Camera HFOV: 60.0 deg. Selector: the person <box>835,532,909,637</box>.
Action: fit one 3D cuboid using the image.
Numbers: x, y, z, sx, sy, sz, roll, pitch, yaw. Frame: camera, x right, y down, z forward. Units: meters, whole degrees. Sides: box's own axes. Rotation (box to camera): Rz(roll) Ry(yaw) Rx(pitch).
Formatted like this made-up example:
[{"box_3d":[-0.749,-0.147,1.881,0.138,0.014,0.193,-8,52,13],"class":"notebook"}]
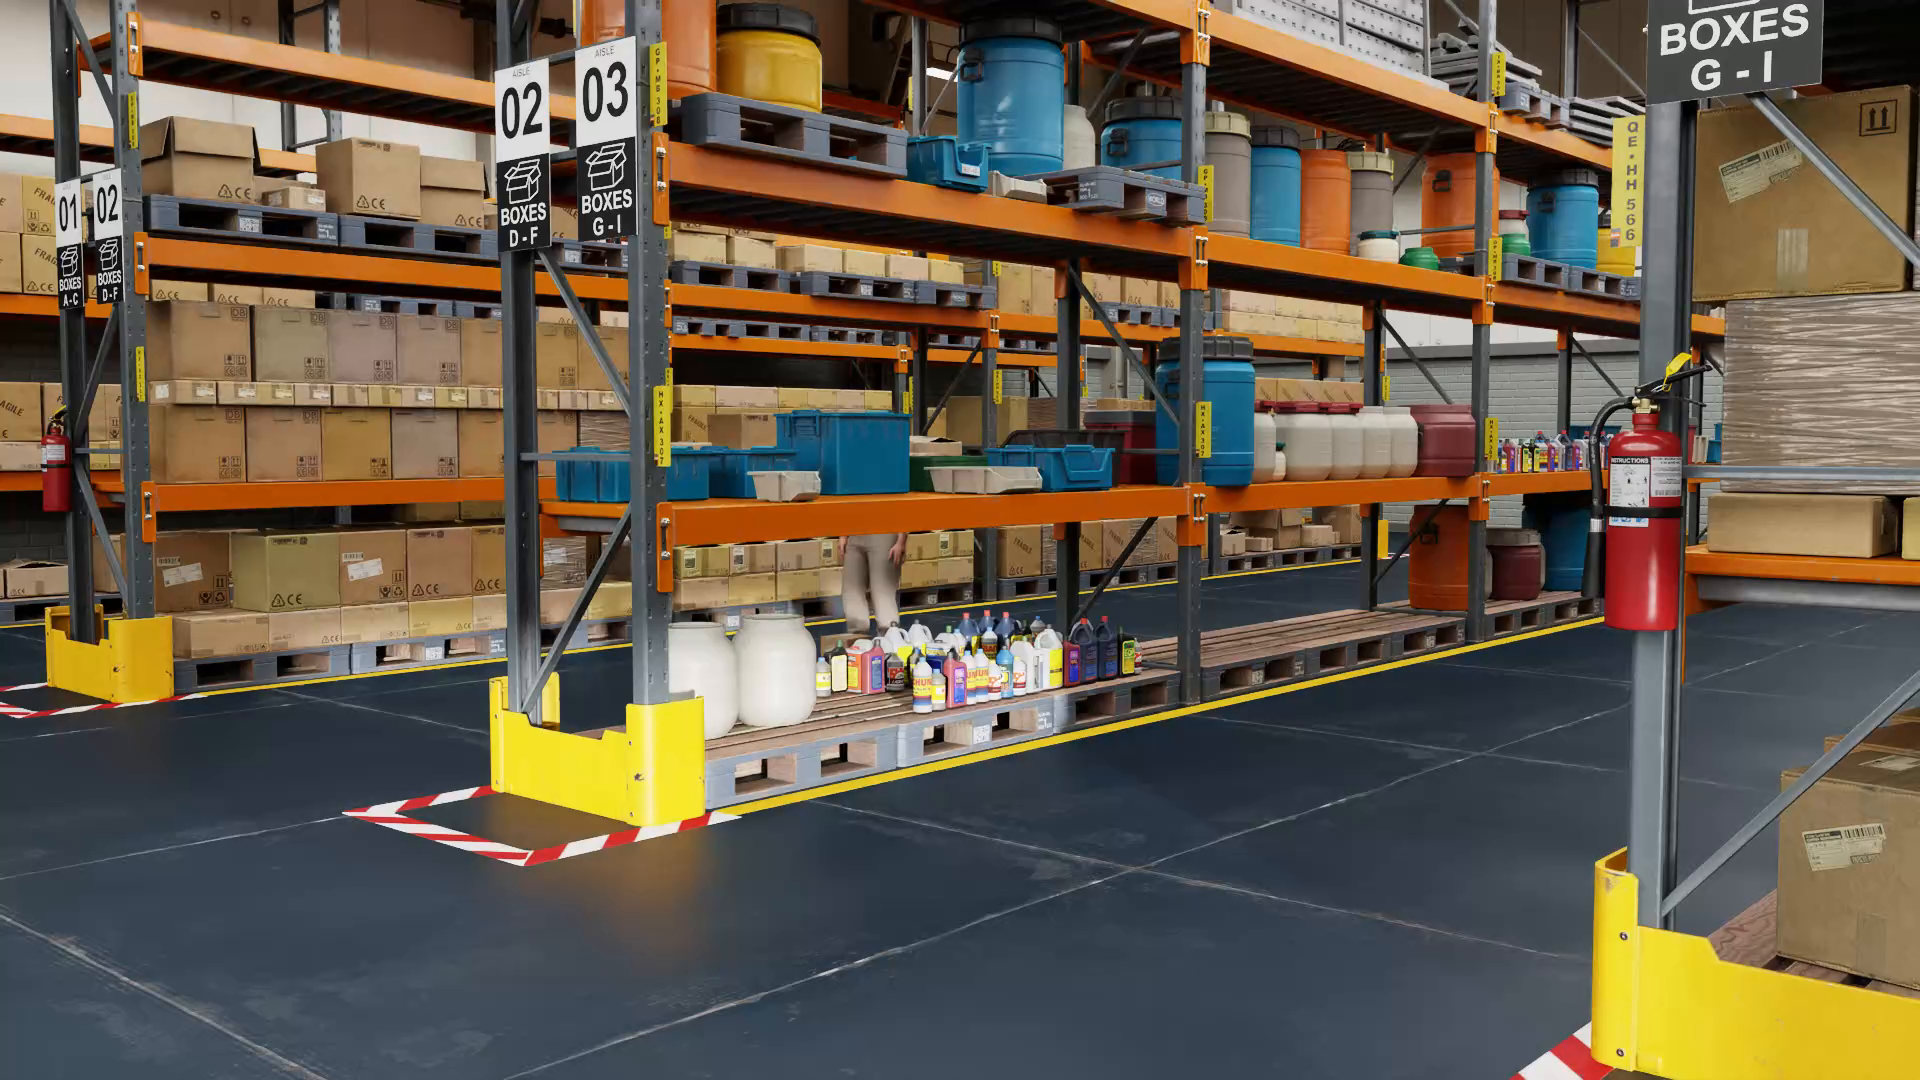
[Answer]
[{"box_3d":[-0.600,0.025,11.422,0.606,1.727,0.388,3,4,38],"class":"person"}]
